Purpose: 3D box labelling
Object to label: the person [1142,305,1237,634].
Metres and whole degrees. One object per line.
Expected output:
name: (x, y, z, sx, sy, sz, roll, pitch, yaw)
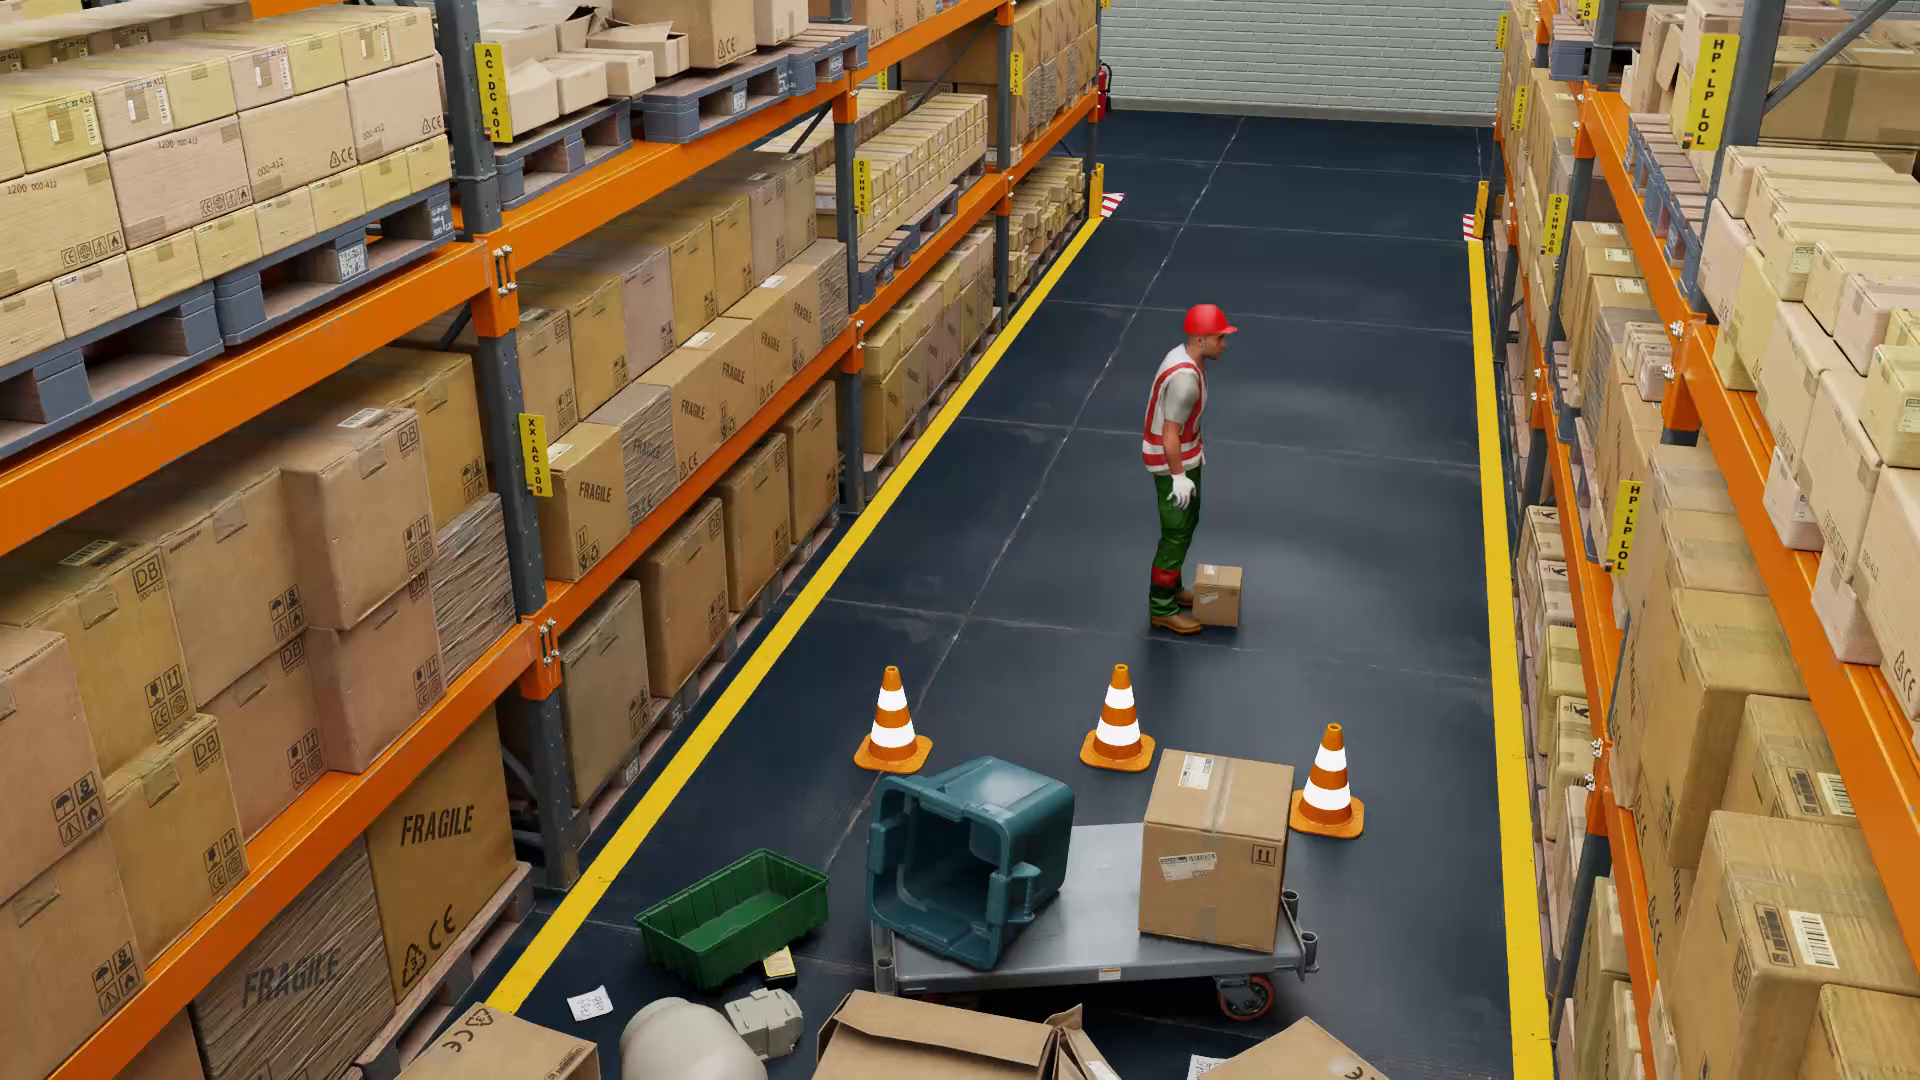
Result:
person: (1.210, -0.403, 8.951, 0.454, 1.779, 0.609, 6, 26, 13)
